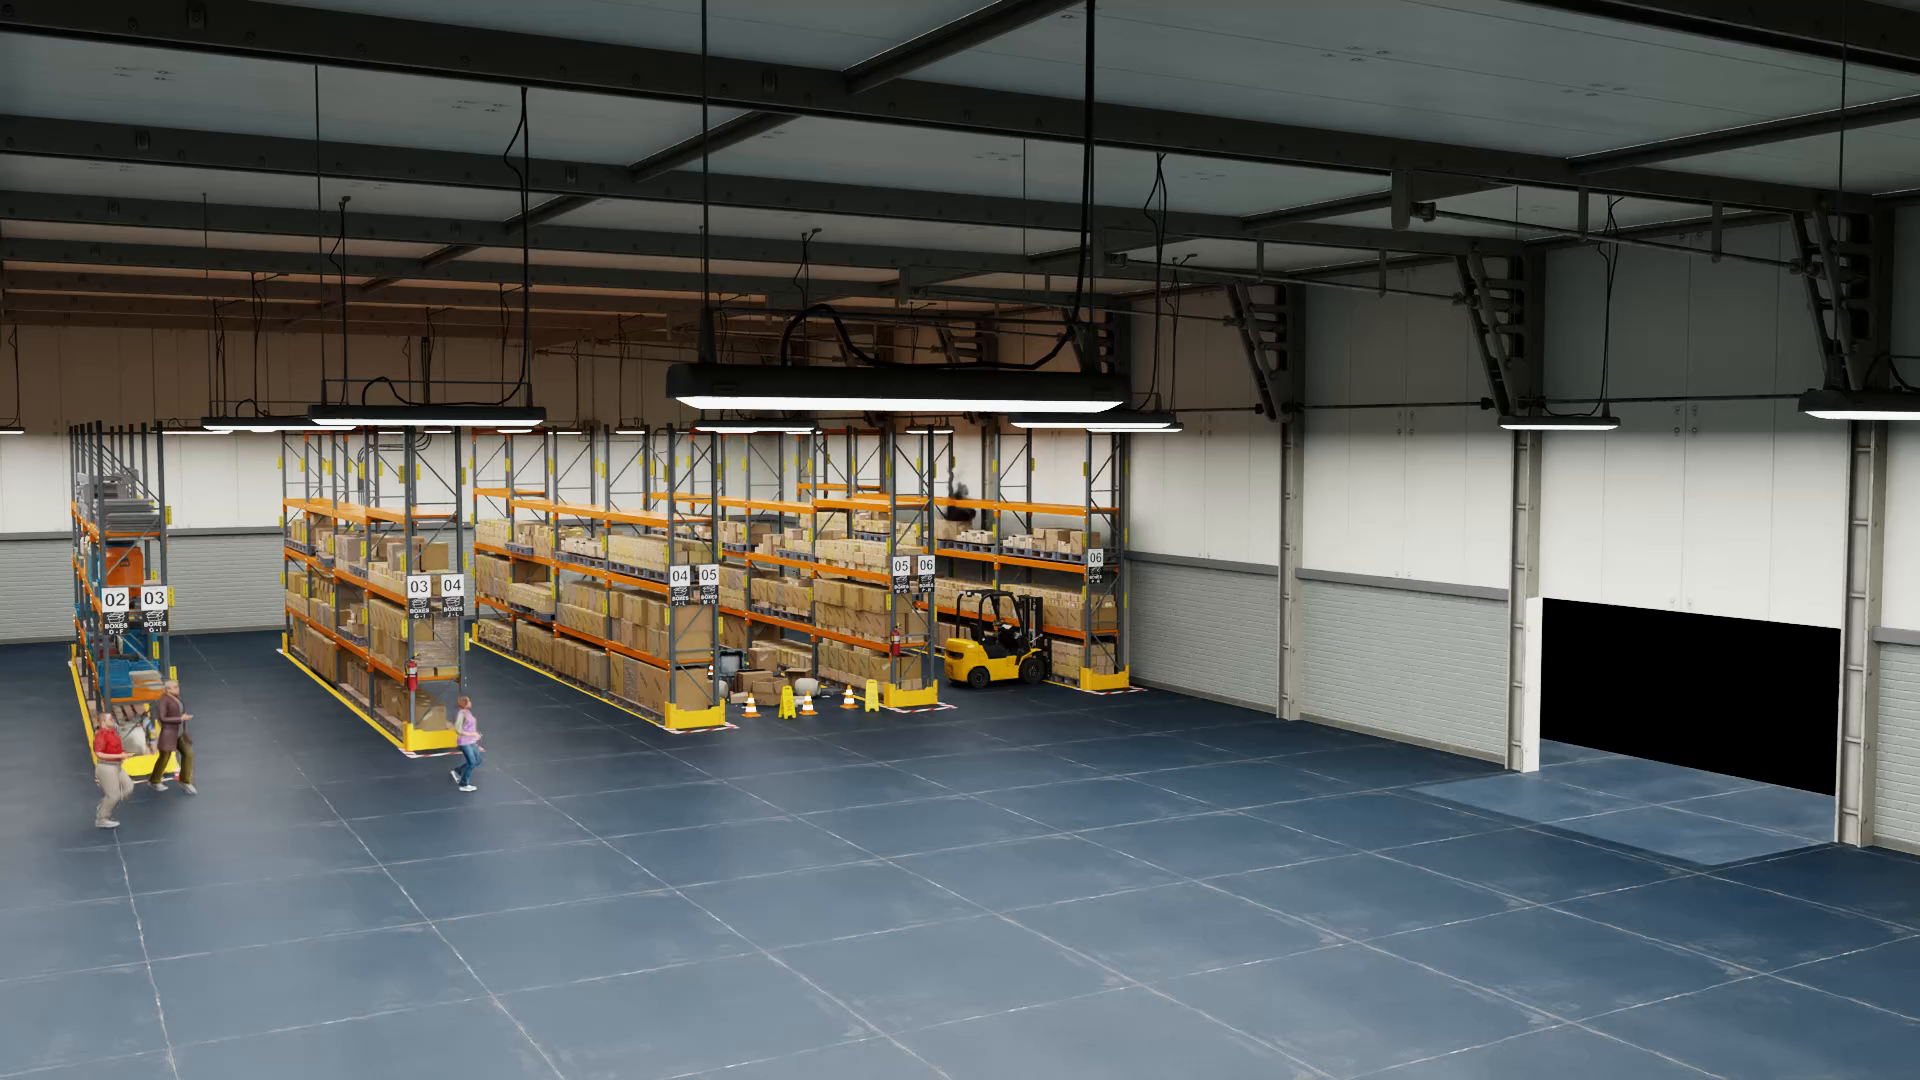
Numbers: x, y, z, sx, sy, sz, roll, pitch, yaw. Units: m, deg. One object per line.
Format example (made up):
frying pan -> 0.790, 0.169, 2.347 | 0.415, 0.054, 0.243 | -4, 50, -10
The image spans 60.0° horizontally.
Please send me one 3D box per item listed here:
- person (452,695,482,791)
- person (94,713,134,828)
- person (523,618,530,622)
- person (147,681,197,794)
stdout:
person -> -7.973, 3.282, 26.883 | 0.555, 1.551, 0.531 | 0, 4, 1
person -> -12.395, 3.364, 24.382 | 0.602, 1.688, 0.650 | -1, 4, -10
person -> -12.511, 1.837, 48.559 | 0.744, 1.823, 0.656 | -3, 5, -43
person -> -12.669, 3.174, 26.737 | 0.812, 1.840, 0.702 | 1, 4, 12
